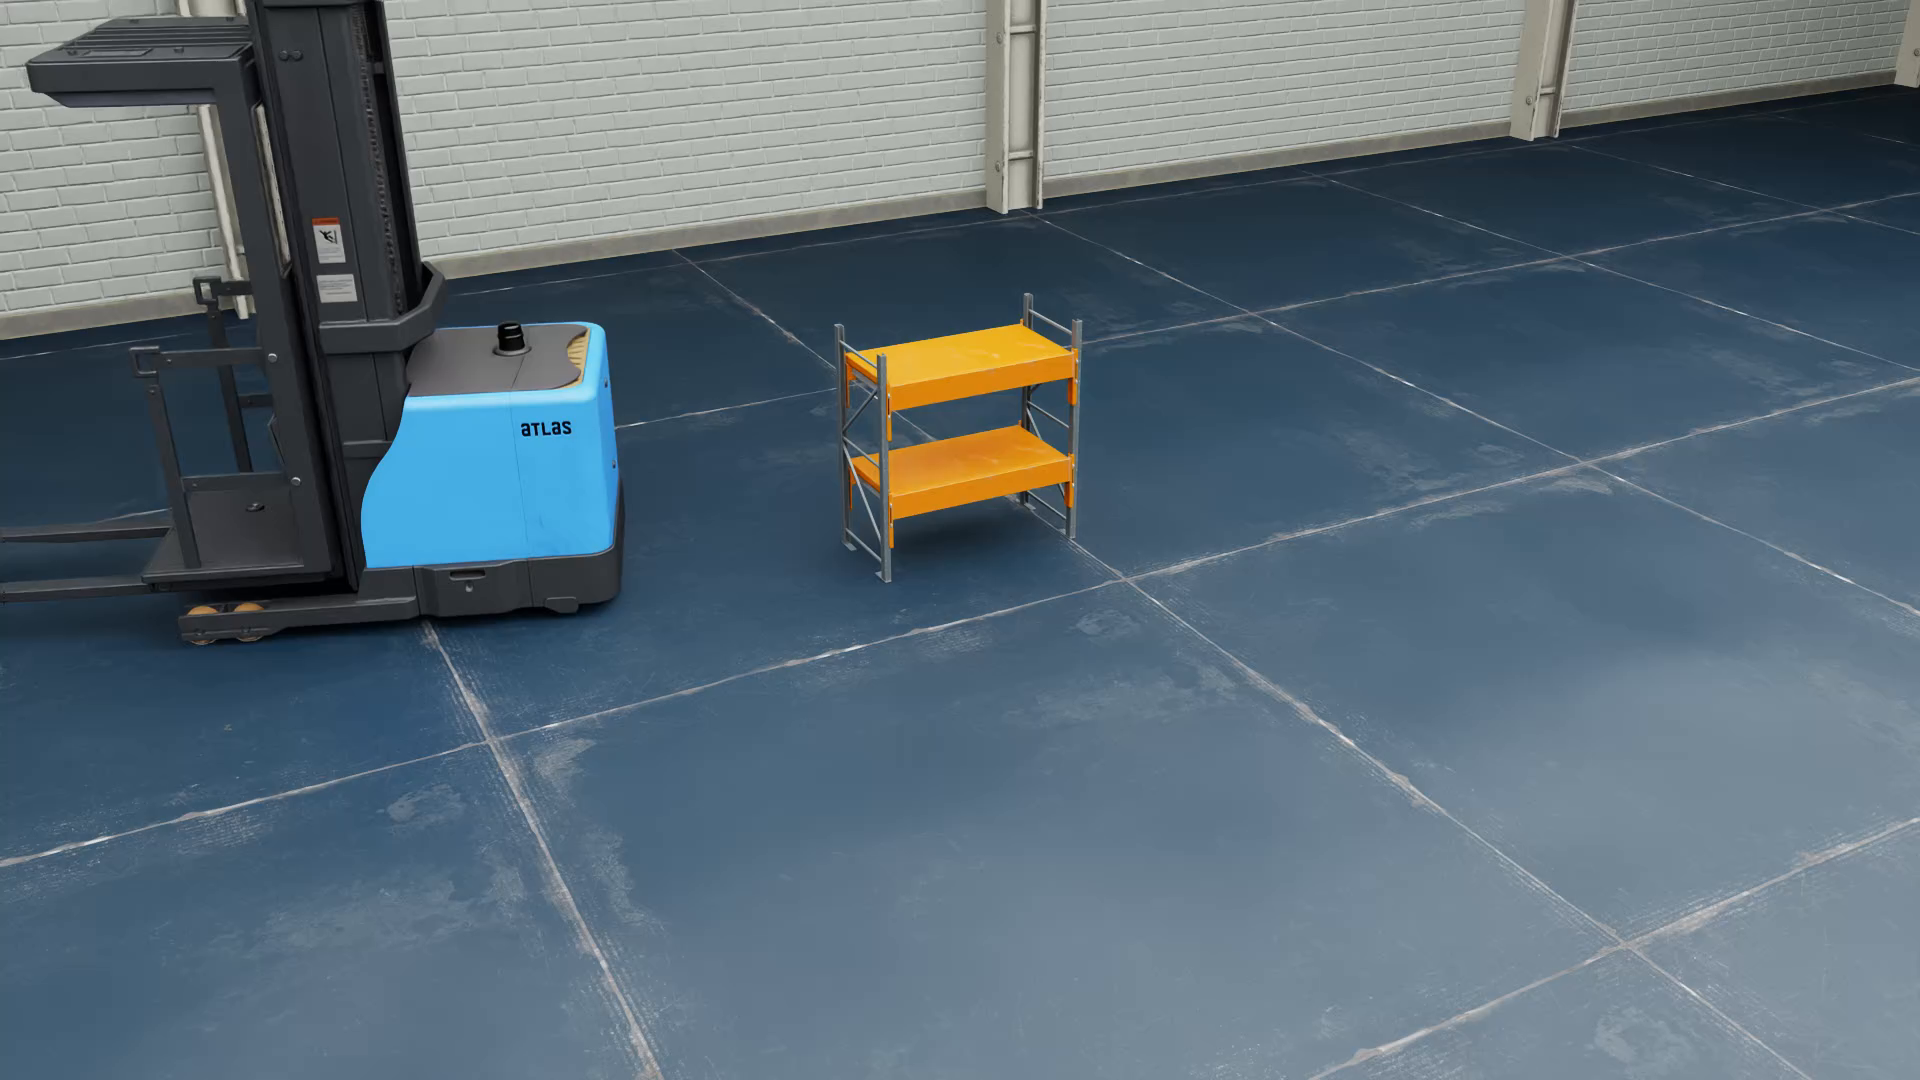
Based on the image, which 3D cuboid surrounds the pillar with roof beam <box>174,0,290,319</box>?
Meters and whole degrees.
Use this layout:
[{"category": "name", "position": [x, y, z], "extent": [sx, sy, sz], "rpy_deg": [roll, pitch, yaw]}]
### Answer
[{"category": "pillar with roof beam", "position": [-2.811, -4.027, 6.240], "extent": [0.400, 9.000, 9.100], "rpy_deg": [-13, 29, -25]}]

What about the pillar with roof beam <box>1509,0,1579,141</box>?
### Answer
[{"category": "pillar with roof beam", "position": [7.777, -6.471, 11.330], "extent": [0.400, 9.000, 9.100], "rpy_deg": [-13, 29, -25]}]

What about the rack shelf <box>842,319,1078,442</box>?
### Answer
[{"category": "rack shelf", "position": [-0.006, -0.770, 7.877], "extent": [1.000, 0.278, 0.538], "rpy_deg": [-13, 29, -25]}]

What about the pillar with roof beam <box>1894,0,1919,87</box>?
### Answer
[{"category": "pillar with roof beam", "position": [13.071, -7.693, 13.875], "extent": [0.400, 9.000, 9.100], "rpy_deg": [-13, 29, -25]}]

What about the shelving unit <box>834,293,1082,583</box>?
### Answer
[{"category": "shelving unit", "position": [-0.006, -0.506, 8.004], "extent": [1.048, 1.125, 0.538], "rpy_deg": [-13, 29, -25]}]

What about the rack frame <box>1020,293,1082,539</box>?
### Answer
[{"category": "rack frame", "position": [0.443, -0.609, 8.219], "extent": [0.032, 1.125, 0.500], "rpy_deg": [-13, 29, -25]}]

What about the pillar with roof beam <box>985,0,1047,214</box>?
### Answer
[{"category": "pillar with roof beam", "position": [2.483, -5.249, 8.785], "extent": [0.400, 9.000, 9.100], "rpy_deg": [-13, 29, -25]}]

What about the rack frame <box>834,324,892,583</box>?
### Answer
[{"category": "rack frame", "position": [-0.455, -0.402, 7.788], "extent": [0.032, 1.125, 0.500], "rpy_deg": [-13, 29, -25]}]

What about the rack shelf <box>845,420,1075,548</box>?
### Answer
[{"category": "rack shelf", "position": [-0.006, -0.285, 8.109], "extent": [1.000, 0.278, 0.538], "rpy_deg": [-13, 29, -25]}]

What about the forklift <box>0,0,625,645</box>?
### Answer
[{"category": "forklift", "position": [-3.116, -1.106, 7.168], "extent": [3.031, 2.935, 1.130], "rpy_deg": [-4, 26, -8]}]
